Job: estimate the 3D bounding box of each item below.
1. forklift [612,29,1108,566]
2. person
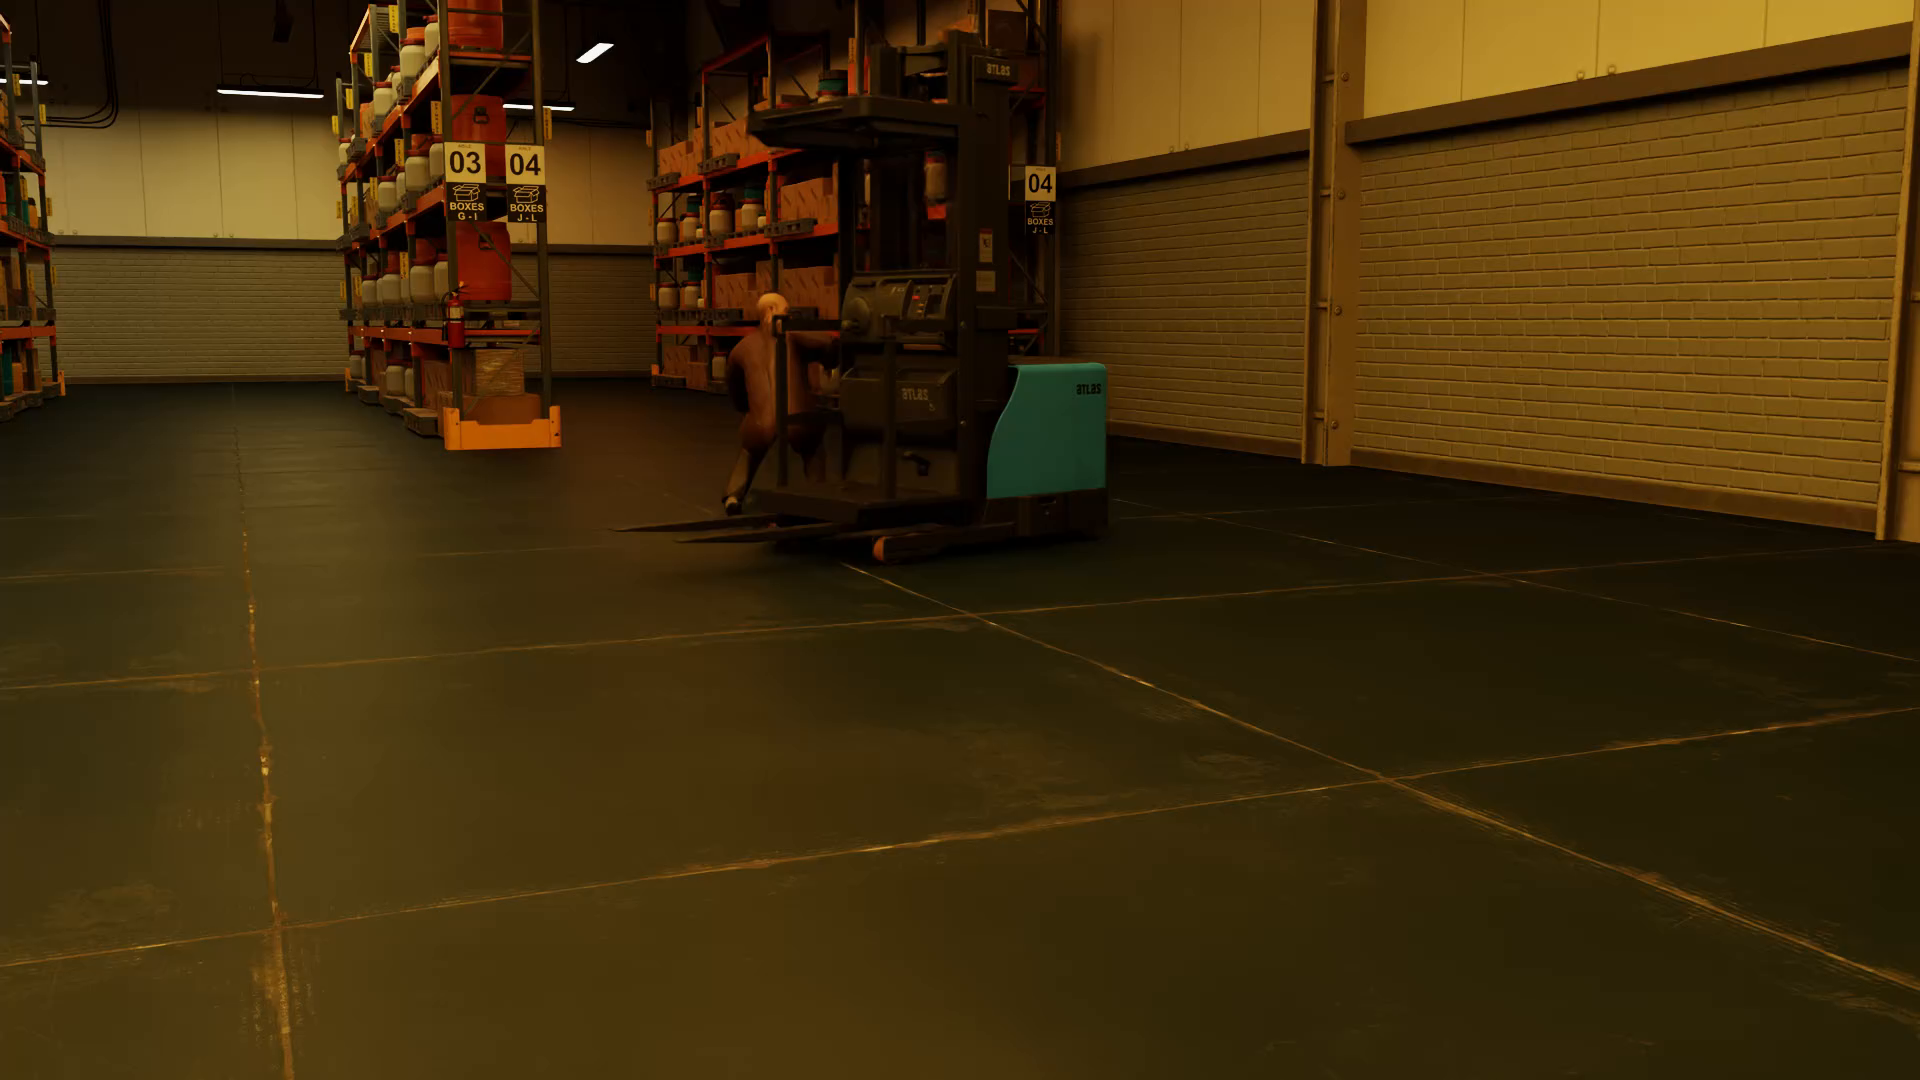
[{"bbox_3d":[-0.517,-1.390,9.480,3.031,2.935,1.130,-7,10,-42],"label":"forklift"},{"bbox_3d":[-1.145,-0.757,10.916,0.847,1.358,0.913,1,8,6],"label":"person"}]
